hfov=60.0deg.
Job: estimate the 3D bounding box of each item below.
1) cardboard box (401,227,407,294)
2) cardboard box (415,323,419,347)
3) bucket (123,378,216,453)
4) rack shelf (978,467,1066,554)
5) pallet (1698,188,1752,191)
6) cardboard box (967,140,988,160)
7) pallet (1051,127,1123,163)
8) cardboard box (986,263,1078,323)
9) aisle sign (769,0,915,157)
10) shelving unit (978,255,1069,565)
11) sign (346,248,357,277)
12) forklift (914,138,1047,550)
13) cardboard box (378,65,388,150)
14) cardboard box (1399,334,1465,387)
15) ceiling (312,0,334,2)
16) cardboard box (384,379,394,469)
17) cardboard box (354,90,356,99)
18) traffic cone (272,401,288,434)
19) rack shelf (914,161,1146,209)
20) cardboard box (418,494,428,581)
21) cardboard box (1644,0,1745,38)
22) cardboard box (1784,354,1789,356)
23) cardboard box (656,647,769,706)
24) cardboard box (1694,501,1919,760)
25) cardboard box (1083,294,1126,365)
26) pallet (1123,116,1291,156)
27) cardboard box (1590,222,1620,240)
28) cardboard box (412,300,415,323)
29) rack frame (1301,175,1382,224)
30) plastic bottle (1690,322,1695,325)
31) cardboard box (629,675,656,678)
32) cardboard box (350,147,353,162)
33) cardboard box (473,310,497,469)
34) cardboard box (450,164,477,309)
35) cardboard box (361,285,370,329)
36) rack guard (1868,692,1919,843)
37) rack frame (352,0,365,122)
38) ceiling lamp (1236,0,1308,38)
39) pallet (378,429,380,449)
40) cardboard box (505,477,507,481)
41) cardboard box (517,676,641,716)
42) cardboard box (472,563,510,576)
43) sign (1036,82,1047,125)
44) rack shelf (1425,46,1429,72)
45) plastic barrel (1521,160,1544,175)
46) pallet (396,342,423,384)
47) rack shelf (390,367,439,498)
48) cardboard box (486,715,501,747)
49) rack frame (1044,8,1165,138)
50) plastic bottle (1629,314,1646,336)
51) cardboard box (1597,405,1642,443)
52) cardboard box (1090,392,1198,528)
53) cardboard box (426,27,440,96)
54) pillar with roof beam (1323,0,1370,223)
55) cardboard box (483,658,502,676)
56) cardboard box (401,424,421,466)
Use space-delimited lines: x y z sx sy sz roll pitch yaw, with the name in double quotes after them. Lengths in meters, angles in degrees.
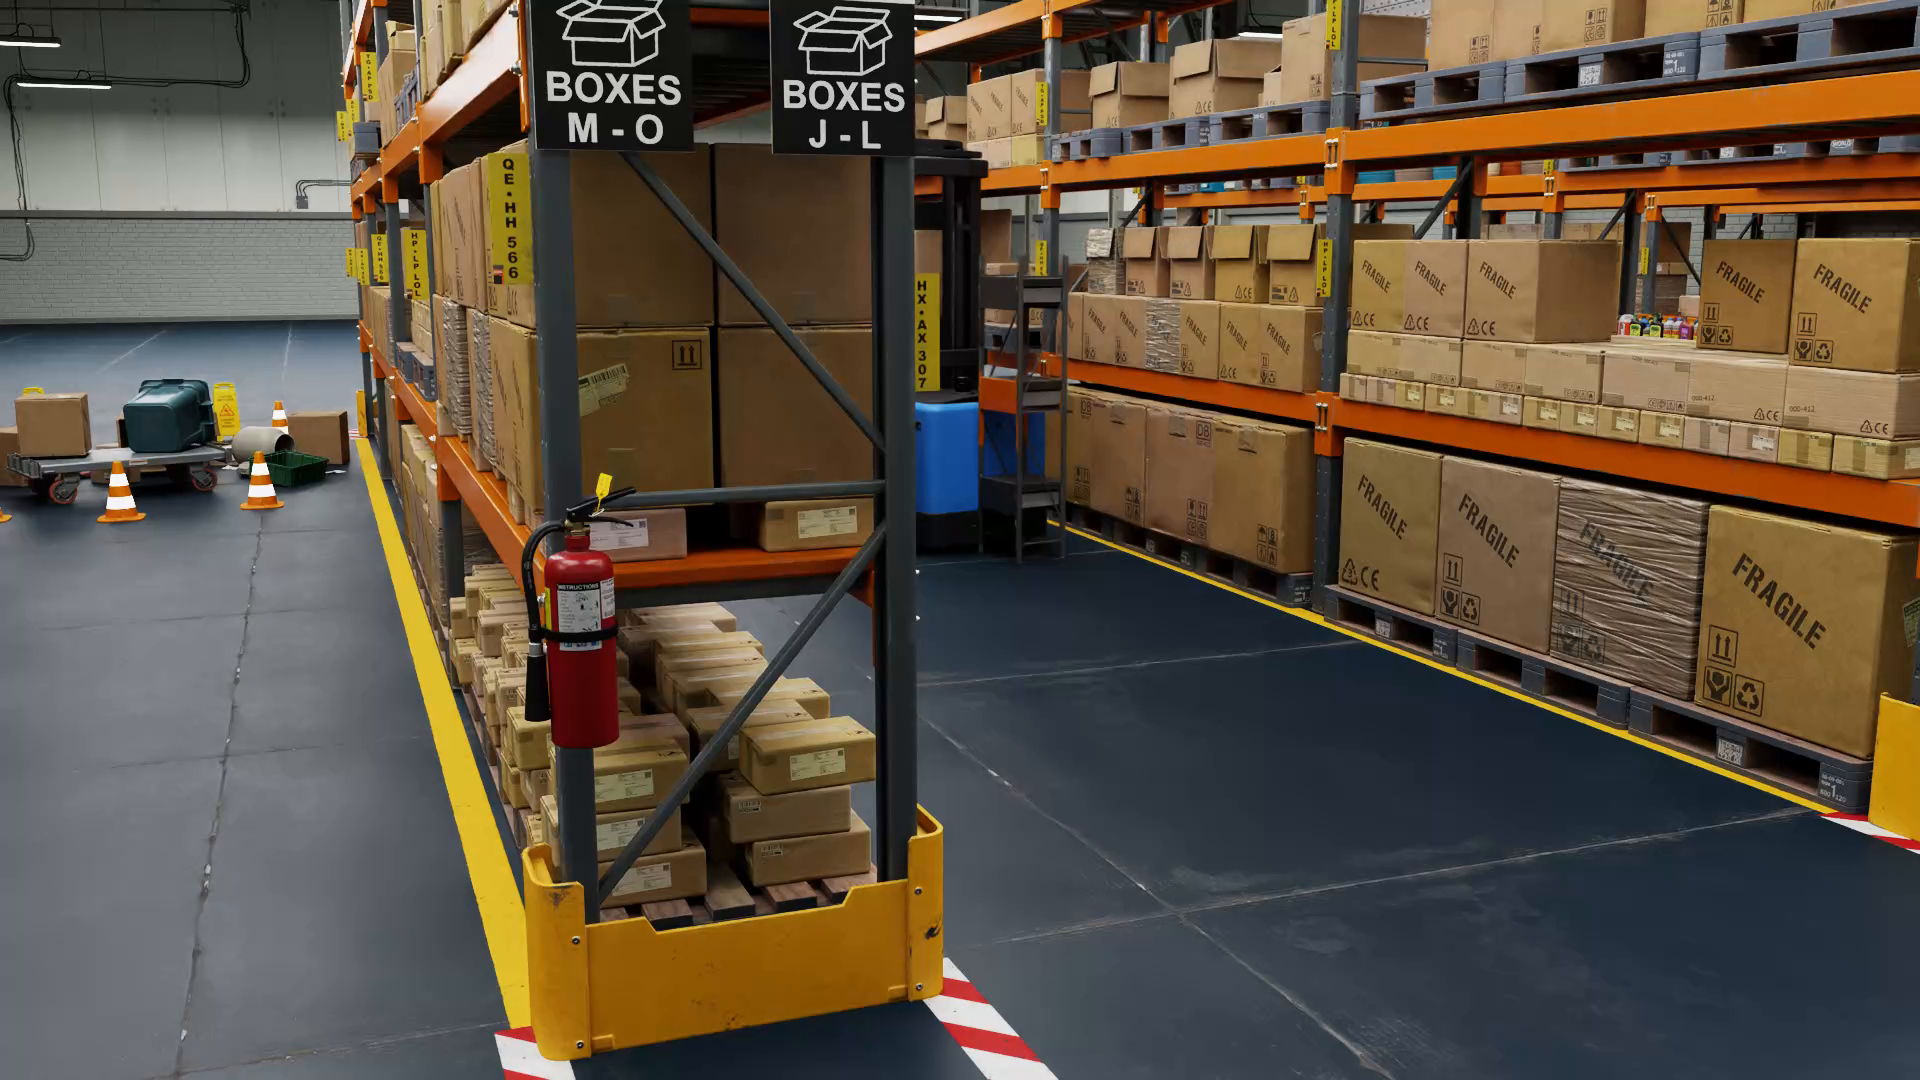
-3.847 -2.120 12.634 0.700 0.500 0.500 -4 11 -22 "cardboard box"
-3.438 -1.376 11.108 0.380 0.149 0.250 -3 11 -18 "cardboard box"
-7.157 -1.088 14.978 0.726 0.611 0.620 0 20 -1 "bucket"
0.433 -0.214 11.704 0.431 0.518 0.480 -6 12 -31 "rack shelf"
9.267 -4.241 19.679 0.805 0.209 1.217 -4 11 -23 "pallet"
0.378 -3.348 14.540 0.500 0.250 0.500 -4 11 -19 "cardboard box"
1.433 -3.003 12.710 1.213 0.211 1.003 -3 11 -18 "pallet"
0.622 -2.147 14.440 0.700 0.500 0.500 -2 10 -12 "cardboard box"
-0.304 -1.404 4.323 0.394 0.787 0.004 -4 11 -21 "aisle sign"
0.433 -0.917 11.579 0.431 2.100 0.503 -6 12 -31 "shelving unit"
-6.927 -3.159 18.917 0.100 0.325 0.005 -4 11 -21 "sign"
-0.564 -1.583 12.953 1.130 2.935 3.031 -6 12 -31 "forklift"
-3.550 -2.838 10.961 0.500 0.500 0.500 -4 11 -21 "cardboard box"
2.702 -0.966 8.862 0.500 0.250 0.500 -4 11 -21 "cardboard box"
-17.762 -15.951 50.704 6.000 0.001 6.000 -4 11 -21 "ceiling"
-4.650 -1.079 15.144 1.050 0.750 0.750 -4 11 -21 "cardboard box"
-5.480 -4.158 15.620 0.380 0.149 0.250 -4 11 -21 "cardboard box"
-7.539 -1.302 18.421 0.336 0.463 0.334 -4 11 -21 "traffic cone"
0.426 -3.170 15.164 1.077 0.370 4.000 -4 11 -21 "rack shelf"
-2.930 -0.018 9.895 0.500 0.500 0.500 -4 11 -22 "cardboard box"
3.487 -2.459 7.345 0.700 0.500 0.500 -5 11 -25 "cardboard box"
3.933 -0.667 7.186 0.500 0.250 0.500 -4 11 -22 "cardboard box"
-0.926 0.513 6.216 0.380 0.149 0.250 -3 11 -19 "cardboard box"
3.743 0.325 6.895 0.875 0.875 0.875 -4 11 -21 "cardboard box"
1.262 -1.589 12.504 0.500 0.500 0.500 -4 11 -22 "cardboard box"
1.841 -2.820 11.685 1.003 0.211 1.213 -3 11 -18 "pallet"
8.584 -3.844 21.475 0.700 0.500 0.500 -4 11 -21 "cardboard box"
-3.521 -1.560 11.295 0.380 0.149 0.250 -3 11 -18 "cardboard box"
4.317 -2.688 18.966 1.000 3.000 0.127 -4 11 -21 "rack frame"
6.455 -1.825 14.680 0.097 0.201 0.097 0 10 0 "plastic bottle"
-1.180 0.577 6.703 0.380 0.149 0.250 -3 11 -18 "cardboard box"
-6.399 -4.178 18.013 0.380 0.149 0.250 -4 11 -21 "cardboard box"
-1.387 -0.536 5.732 0.500 0.500 0.500 -4 11 -21 "cardboard box"
-1.583 -1.117 6.142 0.500 0.500 0.500 -4 11 -23 "cardboard box"
-5.926 -2.557 17.799 0.875 0.550 0.550 -4 11 -21 "cardboard box"
4.058 0.820 6.384 1.175 0.500 0.348 -4 11 -21 "rack guard"
-4.958 -5.029 14.996 1.000 3.000 0.127 -4 11 -21 "rack frame"
5.829 -10.643 29.891 2.000 3.185 0.800 -4 11 -21 "ceiling lamp"
-5.607 -1.031 17.613 1.003 0.211 1.213 -4 11 -21 "pallet"
-1.488 -0.286 6.182 0.380 0.149 0.250 -4 11 -20 "cardboard box"
-1.323 0.592 5.770 0.380 0.149 0.250 -4 11 -23 "cardboard box"
-2.128 0.204 7.952 0.380 0.149 0.250 -3 11 -19 "cardboard box"
0.644 -3.418 13.028 0.100 0.325 0.005 -4 11 -21 "sign"
5.042 -4.764 16.703 1.077 0.370 4.000 -4 11 -21 "rack shelf"
5.672 -3.906 15.820 0.600 0.901 0.600 0 10 0 "plastic barrel"
-3.151 -1.218 11.252 1.213 0.211 1.003 -4 11 -21 "pallet"
-2.784 -0.742 10.079 1.077 0.370 4.000 -4 11 -21 "rack shelf"
-1.719 0.716 6.769 0.380 0.149 0.250 -4 11 -22 "cardboard box"
1.150 -4.674 13.003 1.000 3.000 0.127 -4 11 -21 "rack frame"
5.796 -1.786 14.229 0.061 0.283 0.133 -4 11 -21 "plastic bottle"
3.148 -0.537 7.593 0.380 0.149 0.250 -4 11 -21 "cardboard box"
1.697 -0.621 12.216 1.225 0.875 0.875 -4 11 -21 "cardboard box"
-1.948 -1.999 6.956 0.500 0.250 0.500 -4 11 -22 "cardboard box"
4.800 -8.549 34.787 9.100 9.000 0.548 -4 11 -21 "pillar with roof beam"
-1.724 0.569 6.746 0.380 0.149 0.250 -4 11 -21 "cardboard box"
-3.485 -0.640 11.249 0.500 0.250 0.500 -4 11 -23 "cardboard box"
